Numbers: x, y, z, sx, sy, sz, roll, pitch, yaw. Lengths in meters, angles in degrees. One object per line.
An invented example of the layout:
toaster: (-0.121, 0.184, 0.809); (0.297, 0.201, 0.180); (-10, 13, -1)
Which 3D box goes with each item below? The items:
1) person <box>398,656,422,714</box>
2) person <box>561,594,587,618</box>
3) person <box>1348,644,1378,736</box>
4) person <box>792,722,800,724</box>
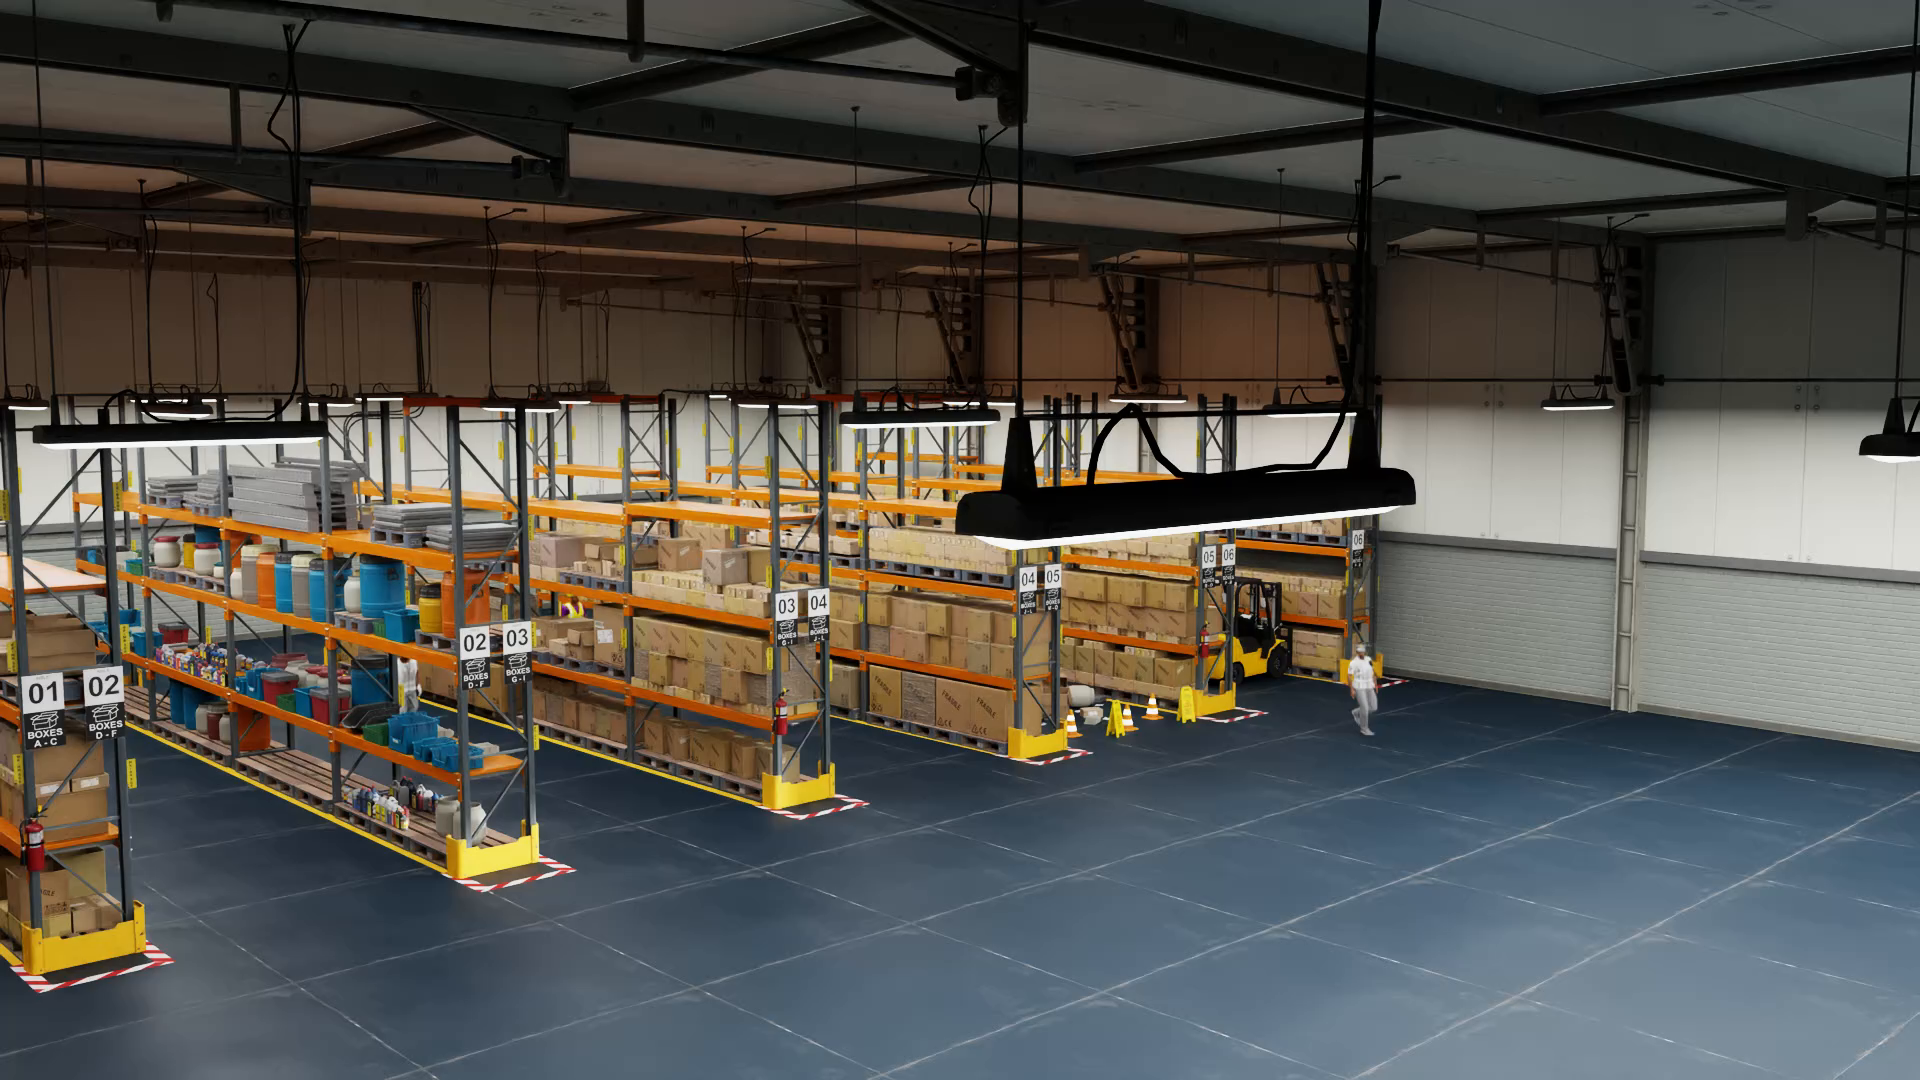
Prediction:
person: (-9.799, 2.645, 29.163); (0.702, 1.761, 0.640); (5, 7, 41)
person: (-8.385, 1.946, 36.283); (0.683, 1.701, 1.050); (-5, 7, -40)
person: (7.178, 2.651, 29.707); (0.500, 1.648, 0.542); (-3, 6, -24)
person: (-3.208, 2.538, 30.639); (0.964, 1.623, 0.458); (4, 7, 35)
